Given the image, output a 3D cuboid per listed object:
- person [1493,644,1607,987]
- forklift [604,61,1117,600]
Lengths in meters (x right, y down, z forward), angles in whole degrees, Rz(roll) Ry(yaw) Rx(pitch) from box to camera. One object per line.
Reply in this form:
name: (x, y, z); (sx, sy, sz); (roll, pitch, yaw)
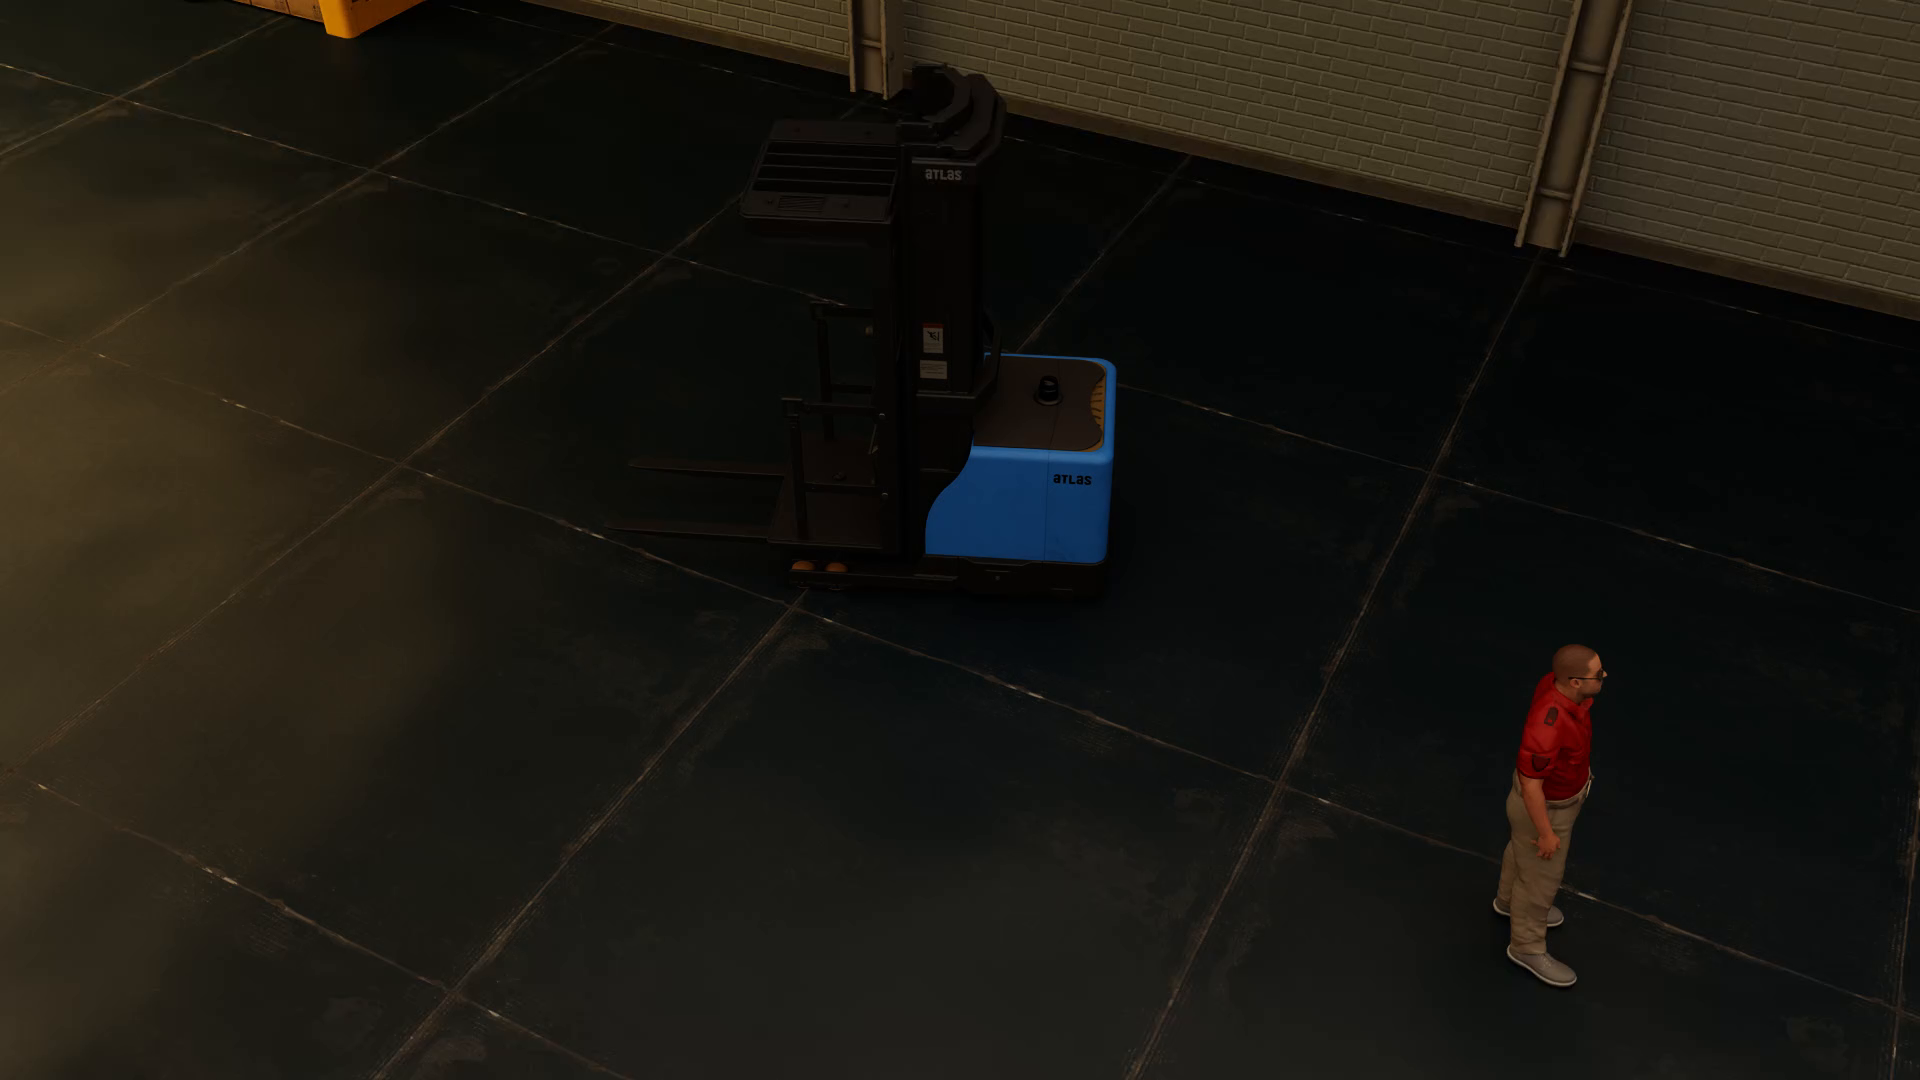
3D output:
person: (2.732, 1.191, 7.495); (0.551, 1.727, 0.640); (16, 43, 18)
forklift: (-0.606, -1.157, 9.360); (3.031, 2.935, 1.130); (3, 40, 4)
